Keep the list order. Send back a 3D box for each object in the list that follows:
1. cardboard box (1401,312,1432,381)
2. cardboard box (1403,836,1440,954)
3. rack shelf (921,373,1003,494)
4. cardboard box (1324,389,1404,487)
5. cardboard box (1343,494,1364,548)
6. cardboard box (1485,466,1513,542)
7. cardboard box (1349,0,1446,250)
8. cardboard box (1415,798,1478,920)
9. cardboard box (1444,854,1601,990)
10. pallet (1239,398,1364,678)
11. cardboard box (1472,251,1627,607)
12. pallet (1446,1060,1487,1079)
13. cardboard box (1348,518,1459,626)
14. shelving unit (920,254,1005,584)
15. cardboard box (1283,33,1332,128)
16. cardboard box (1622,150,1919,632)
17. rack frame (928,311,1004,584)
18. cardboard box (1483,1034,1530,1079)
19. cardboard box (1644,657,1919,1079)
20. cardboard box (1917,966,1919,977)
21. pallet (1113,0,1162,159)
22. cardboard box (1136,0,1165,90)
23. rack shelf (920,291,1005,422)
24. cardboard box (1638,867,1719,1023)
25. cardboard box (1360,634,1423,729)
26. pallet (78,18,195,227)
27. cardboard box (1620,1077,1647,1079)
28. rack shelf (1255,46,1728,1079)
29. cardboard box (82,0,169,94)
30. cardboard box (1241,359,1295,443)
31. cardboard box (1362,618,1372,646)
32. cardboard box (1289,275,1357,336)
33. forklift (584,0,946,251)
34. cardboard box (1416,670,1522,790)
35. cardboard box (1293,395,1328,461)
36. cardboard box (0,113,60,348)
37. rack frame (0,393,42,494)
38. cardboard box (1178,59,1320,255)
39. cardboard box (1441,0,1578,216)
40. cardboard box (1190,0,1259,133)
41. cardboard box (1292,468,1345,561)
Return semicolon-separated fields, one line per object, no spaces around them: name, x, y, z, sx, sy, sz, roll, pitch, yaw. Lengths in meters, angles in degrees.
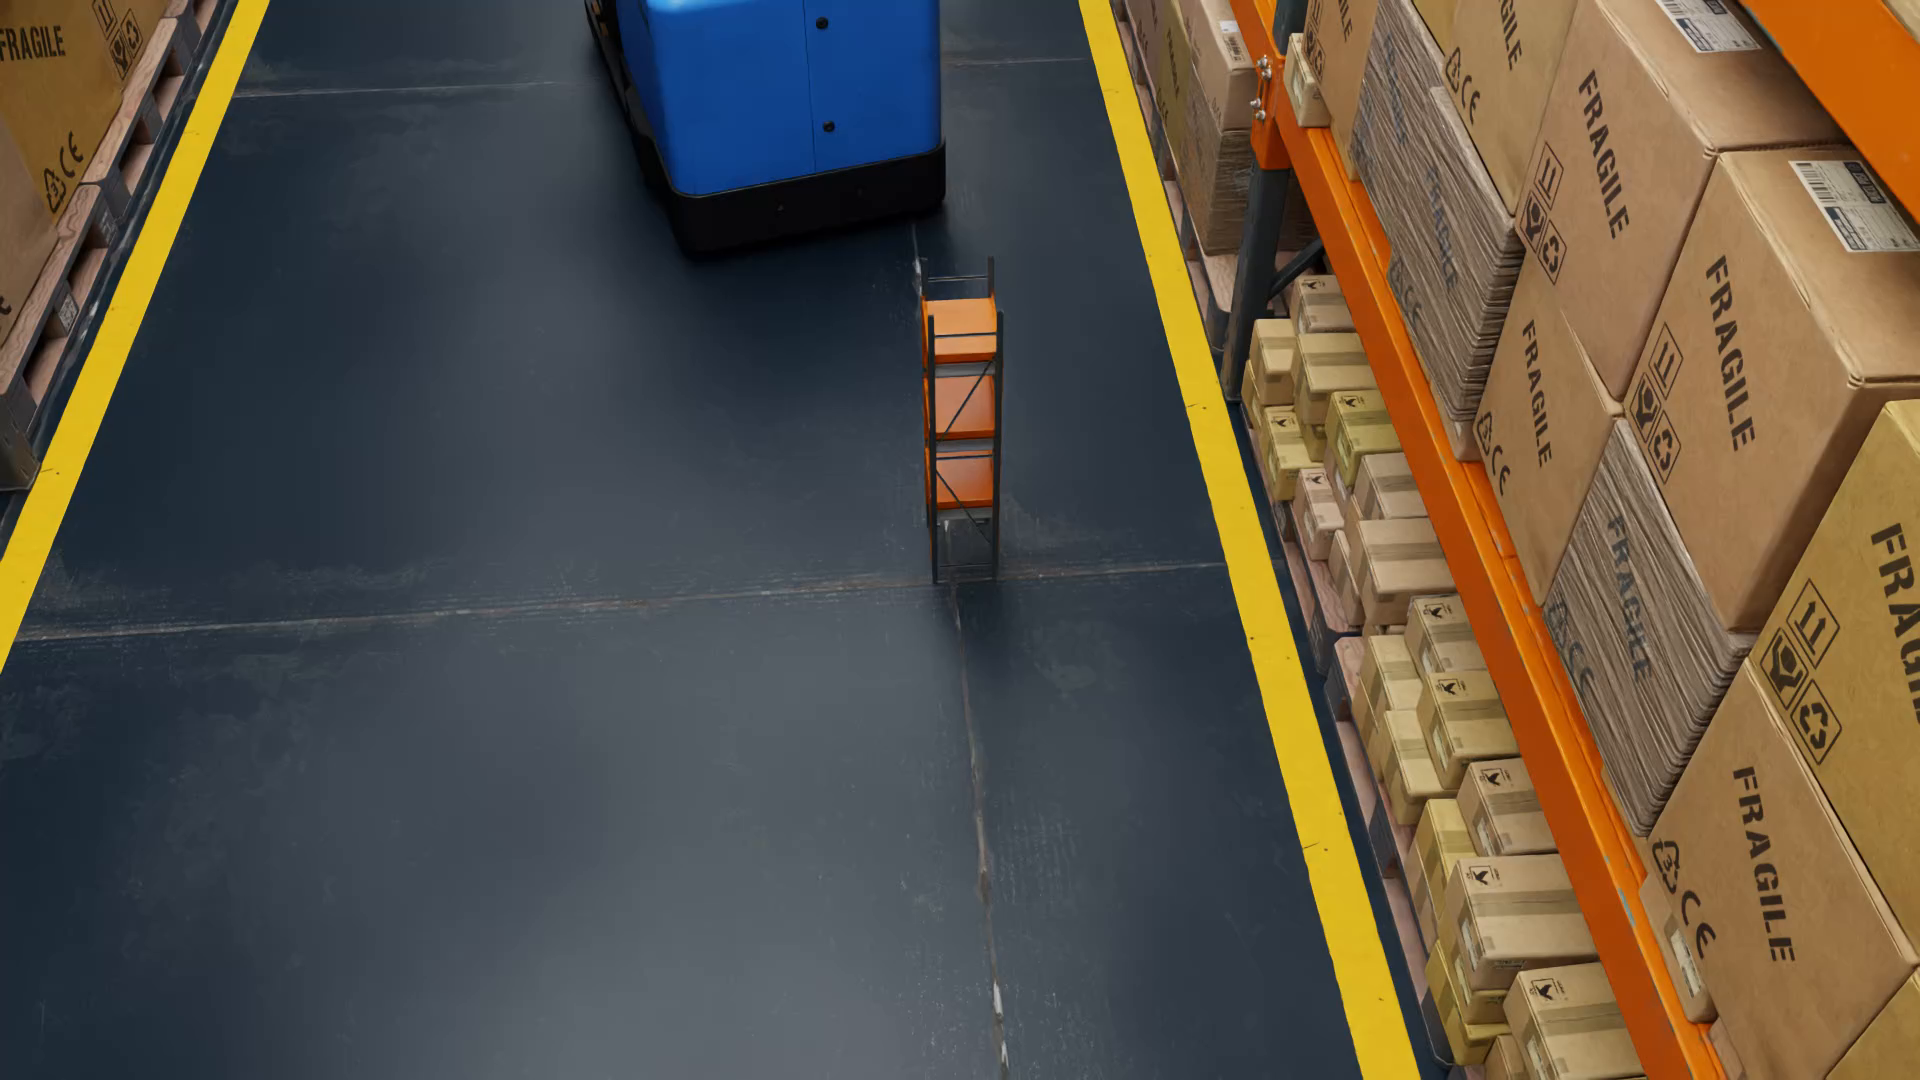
cardboard box;1.246;-0.508;3.838;0.380;0.149;0.250;-3;47;-3
cardboard box;1.309;0.853;4.050;0.380;0.149;0.250;-3;47;-3
rack shelf;0.004;-0.315;4.840;0.215;0.259;0.240;-3;47;-3
cardboard box;1.262;-0.299;4.731;0.380;0.149;0.250;-4;47;-4
cardboard box;1.304;-0.012;4.665;0.380;0.149;0.250;-6;47;-5
cardboard box;1.330;-0.123;3.473;0.380;0.149;0.250;-2;47;-2
cardboard box;1.244;-0.980;3.839;0.500;0.500;0.500;-3;47;-3
cardboard box;1.307;0.752;3.941;0.380;0.149;0.250;-1;47;-1
cardboard box;1.295;0.836;3.657;0.380;0.149;0.250;-2;47;-2
pallet;1.497;-0.132;5.230;1.003;0.211;1.213;-3;47;-3
cardboard box;1.325;-0.227;3.126;0.500;0.500;0.500;-1;47;-1
pallet;1.701;1.633;3.558;1.003;0.211;1.213;-3;47;-3
cardboard box;1.247;0.078;4.375;0.380;0.149;0.250;-3;47;-2
shelving unit;0.004;-0.322;4.832;0.215;1.050;0.252;-3;47;-3
cardboard box;1.103;-1.264;4.554;0.380;0.149;0.250;-2;47;-2
cardboard box;1.359;-0.219;2.429;0.500;0.500;0.500;-1;47;-1
rack frame;0.015;-0.234;4.749;0.200;1.050;0.008;-3;47;-3
cardboard box;1.396;1.233;3.691;0.380;0.149;0.250;-3;47;-3
cardboard box;1.408;0.500;2.437;0.500;0.500;0.500;-4;47;-4
cardboard box;1.454;0.523;1.727;0.500;0.500;0.500;-4;47;-4
pallet;1.234;-2.064;7.059;1.003;0.211;1.213;-3;47;-3
cardboard box;1.011;-2.122;6.627;0.500;0.500;0.500;-4;47;-4
rack shelf;0.004;-0.510;4.634;0.215;0.259;0.240;-3;47;-3
cardboard box;1.367;0.641;2.750;0.380;0.149;0.250;-2;47;-2
cardboard box;1.261;0.375;4.299;0.380;0.149;0.250;-4;47;-4
pallet;-3.764;-1.680;6.696;1.003;0.211;1.213;-3;47;-3
cardboard box;1.331;1.218;3.295;0.380;0.149;0.250;-4;47;-4
rack shelf;1.573;0.120;3.566;1.077;0.370;4.000;-3;47;-3
cardboard box;-3.808;-2.358;6.592;0.875;0.875;0.875;-3;47;-3
cardboard box;1.116;-0.456;5.290;0.380;0.149;0.250;-5;47;-5
cardboard box;1.339;0.286;4.587;0.380;0.149;0.250;-5;47;-5
cardboard box;1.228;-0.682;5.094;0.380;0.149;0.250;-2;47;-2
forklift;-1.009;-3.171;6.234;1.130;2.935;3.031;-14;48;-13
cardboard box;1.333;0.451;4.022;0.380;0.149;0.250;-3;47;-3
cardboard box;1.228;-0.382;5.015;0.380;0.149;0.250;-3;47;-3
cardboard box;-3.650;-1.058;5.360;0.875;0.875;0.875;-2;47;-2
rack frame;-3.519;-1.201;4.321;1.000;3.000;0.127;-3;47;-3
cardboard box;1.092;-1.380;5.923;0.500;0.500;0.500;-4;47;-4
cardboard box;1.270;-0.973;3.144;0.500;0.500;0.500;-3;47;-3
cardboard box;1.091;-1.641;5.654;0.500;0.250;0.500;-5;47;-4
cardboard box;1.211;-0.087;4.940;0.380;0.149;0.250;-4;47;-3
